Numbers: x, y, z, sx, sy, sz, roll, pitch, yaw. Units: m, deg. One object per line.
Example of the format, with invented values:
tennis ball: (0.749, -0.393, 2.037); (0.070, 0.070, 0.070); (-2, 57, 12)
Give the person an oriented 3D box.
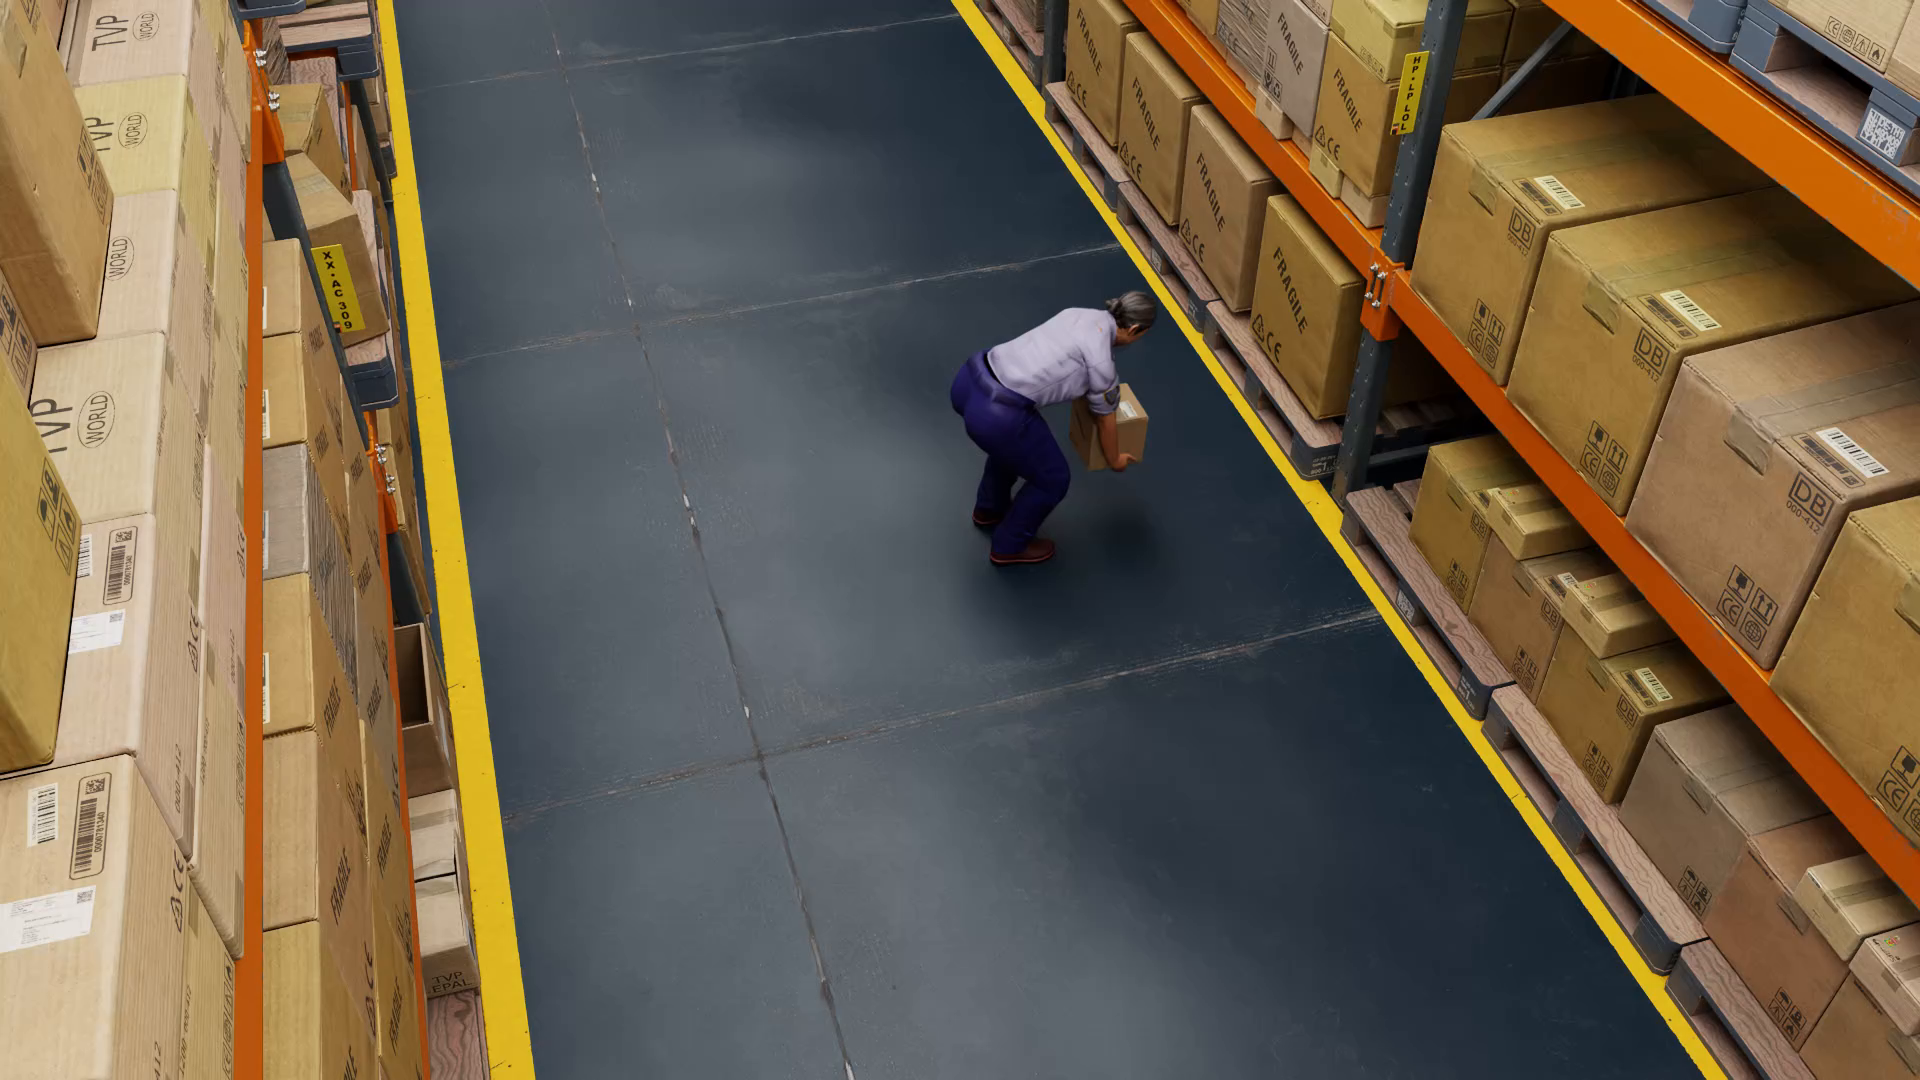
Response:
person: (0.398, -0.482, 7.064); (0.867, 1.158, 0.487); (-14, 44, -14)
